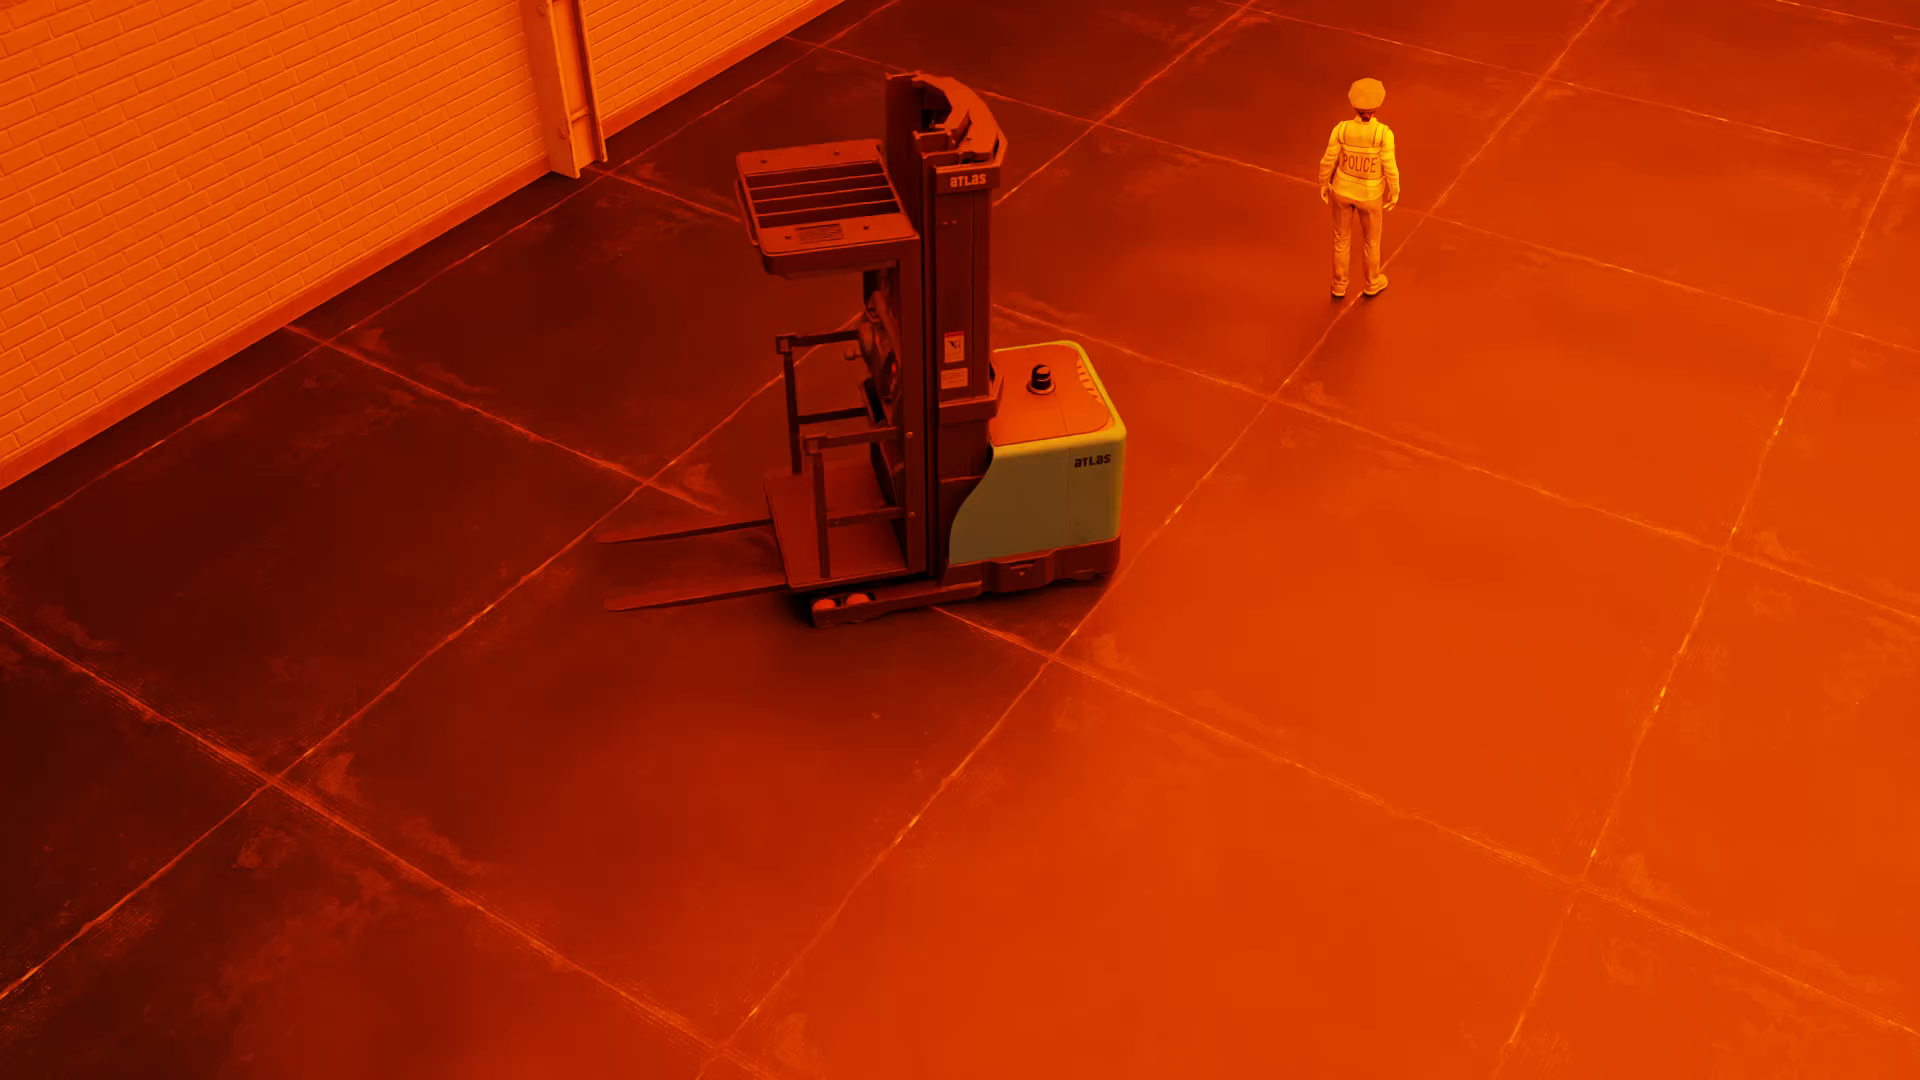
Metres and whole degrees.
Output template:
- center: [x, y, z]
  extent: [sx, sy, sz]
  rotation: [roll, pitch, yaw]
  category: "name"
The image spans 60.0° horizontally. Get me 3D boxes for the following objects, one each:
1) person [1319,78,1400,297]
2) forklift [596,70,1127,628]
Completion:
- center: [2.858, -2.516, 11.881]
  extent: [0.586, 1.695, 0.532]
  rotation: [16, 43, 18]
  category: "person"
- center: [-0.622, -0.989, 9.134]
  extent: [3.031, 2.935, 1.130]
  rotation: [-9, 41, -10]
  category: "forklift"
